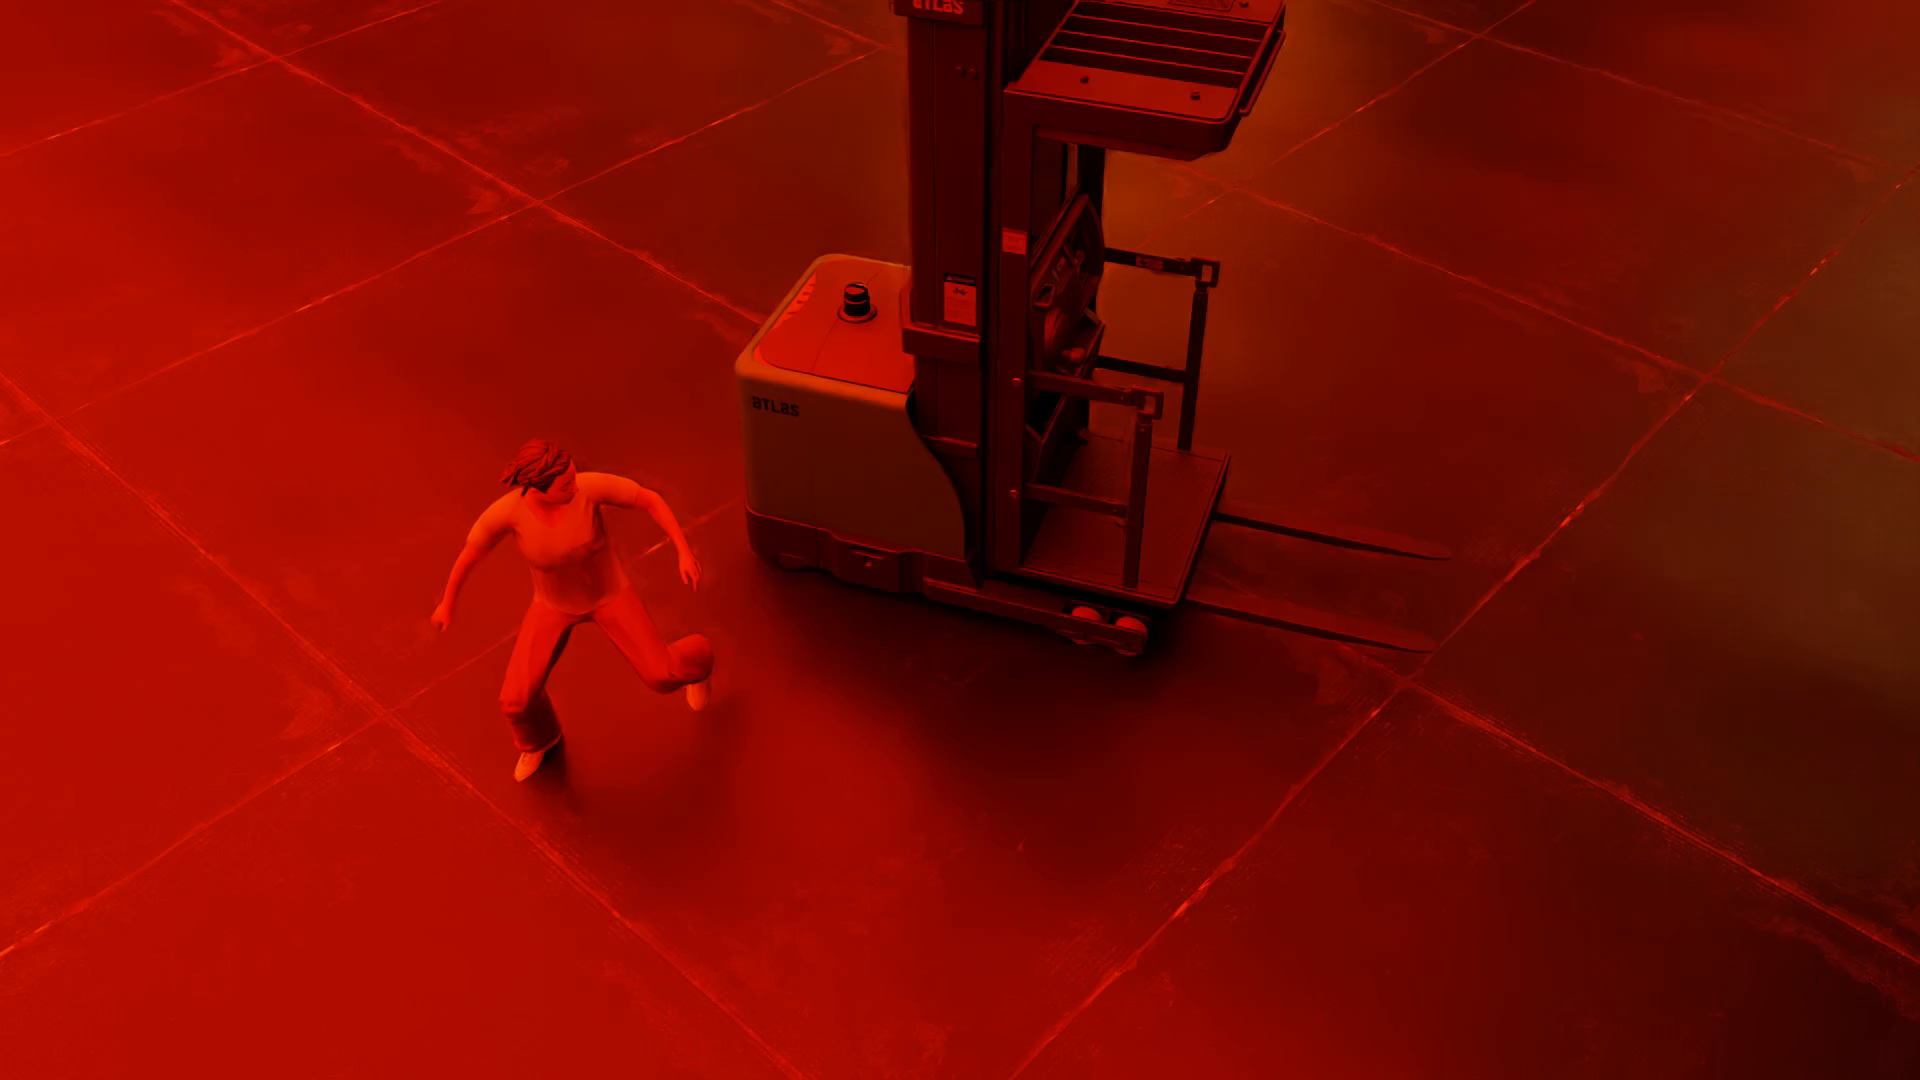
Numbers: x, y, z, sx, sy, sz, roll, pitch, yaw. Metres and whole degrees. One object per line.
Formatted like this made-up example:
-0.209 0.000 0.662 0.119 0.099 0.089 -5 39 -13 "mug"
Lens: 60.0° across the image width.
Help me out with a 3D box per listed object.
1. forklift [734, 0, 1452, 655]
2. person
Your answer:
0.615 -1.011 6.607 3.031 2.935 1.130 13 42 14 "forklift"
-1.480 0.235 6.272 1.022 1.559 0.499 -6 41 -7 "person"
